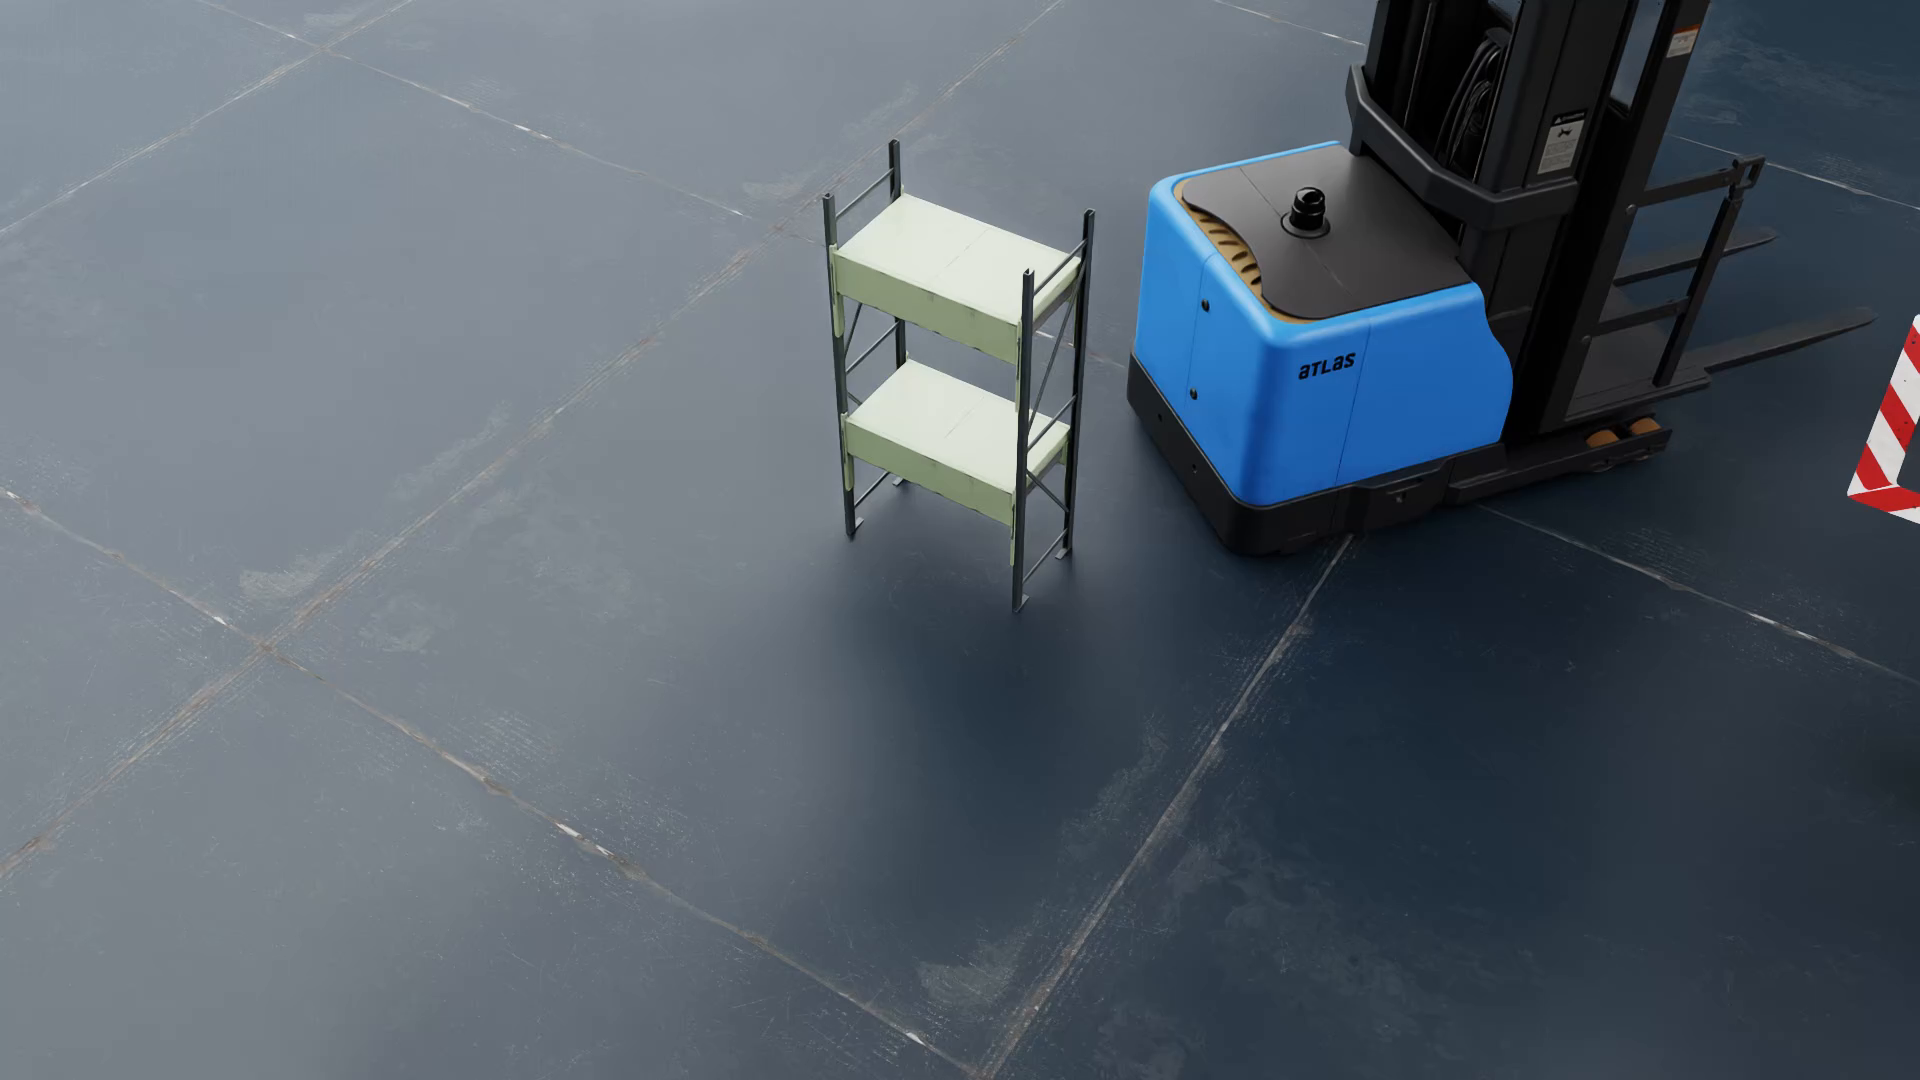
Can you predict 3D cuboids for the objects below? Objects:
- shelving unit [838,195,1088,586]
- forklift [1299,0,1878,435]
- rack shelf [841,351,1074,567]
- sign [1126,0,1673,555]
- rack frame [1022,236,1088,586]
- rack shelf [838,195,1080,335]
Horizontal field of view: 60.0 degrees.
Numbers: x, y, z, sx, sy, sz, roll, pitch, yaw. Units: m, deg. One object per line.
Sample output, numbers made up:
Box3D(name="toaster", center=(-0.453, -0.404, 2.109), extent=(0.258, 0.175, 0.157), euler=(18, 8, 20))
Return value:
Box3D(name="shelving unit", center=(-0.001, -0.523, 5.713), extent=(0.731, 1.308, 0.431), euler=(25, 51, 22))
Box3D(name="forklift", center=(2.245, -1.624, 5.785), extent=(3.031, 2.935, 1.121), euler=(-15, 48, -14))
Box3D(name="rack shelf", center=(-0.006, -0.298, 5.948), extent=(0.720, 0.370, 0.431), euler=(25, 51, 22))
Box3D(name="sign", center=(1.701, -1.445, 5.683), extent=(2.025, 2.768, 2.177), euler=(25, 51, 22))
Box3D(name="rack frame", center=(0.302, -0.383, 5.576), extent=(0.010, 1.308, 0.380), euler=(25, 51, 22))
Box3D(name="rack shelf", center=(-0.006, -0.865, 5.365), extent=(0.686, 0.124, 0.368), euler=(25, 51, 22))
